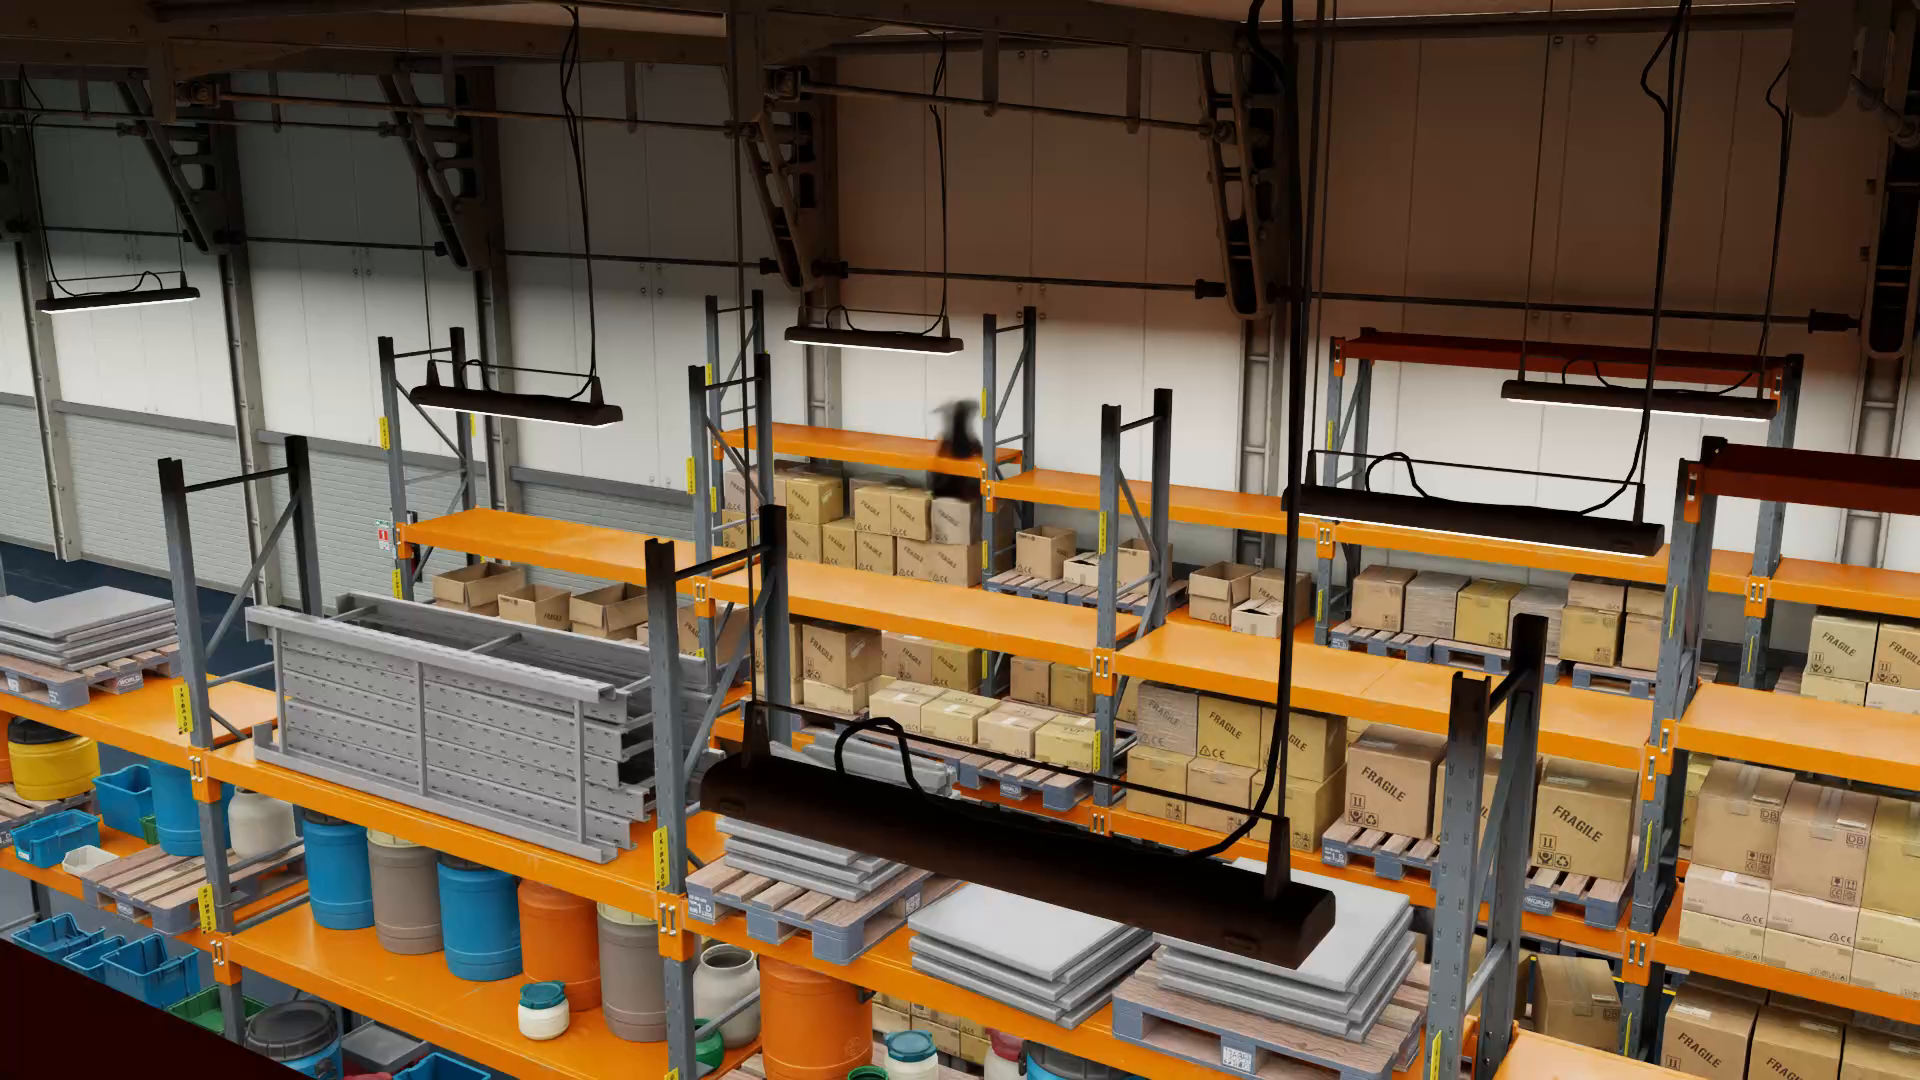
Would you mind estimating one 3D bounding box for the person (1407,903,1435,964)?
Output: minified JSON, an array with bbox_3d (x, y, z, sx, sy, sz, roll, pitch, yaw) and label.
[{"bbox_3d":[4.305,3.555,15.429,0.842,1.715,0.533,5,15,20],"label":"person"}]
